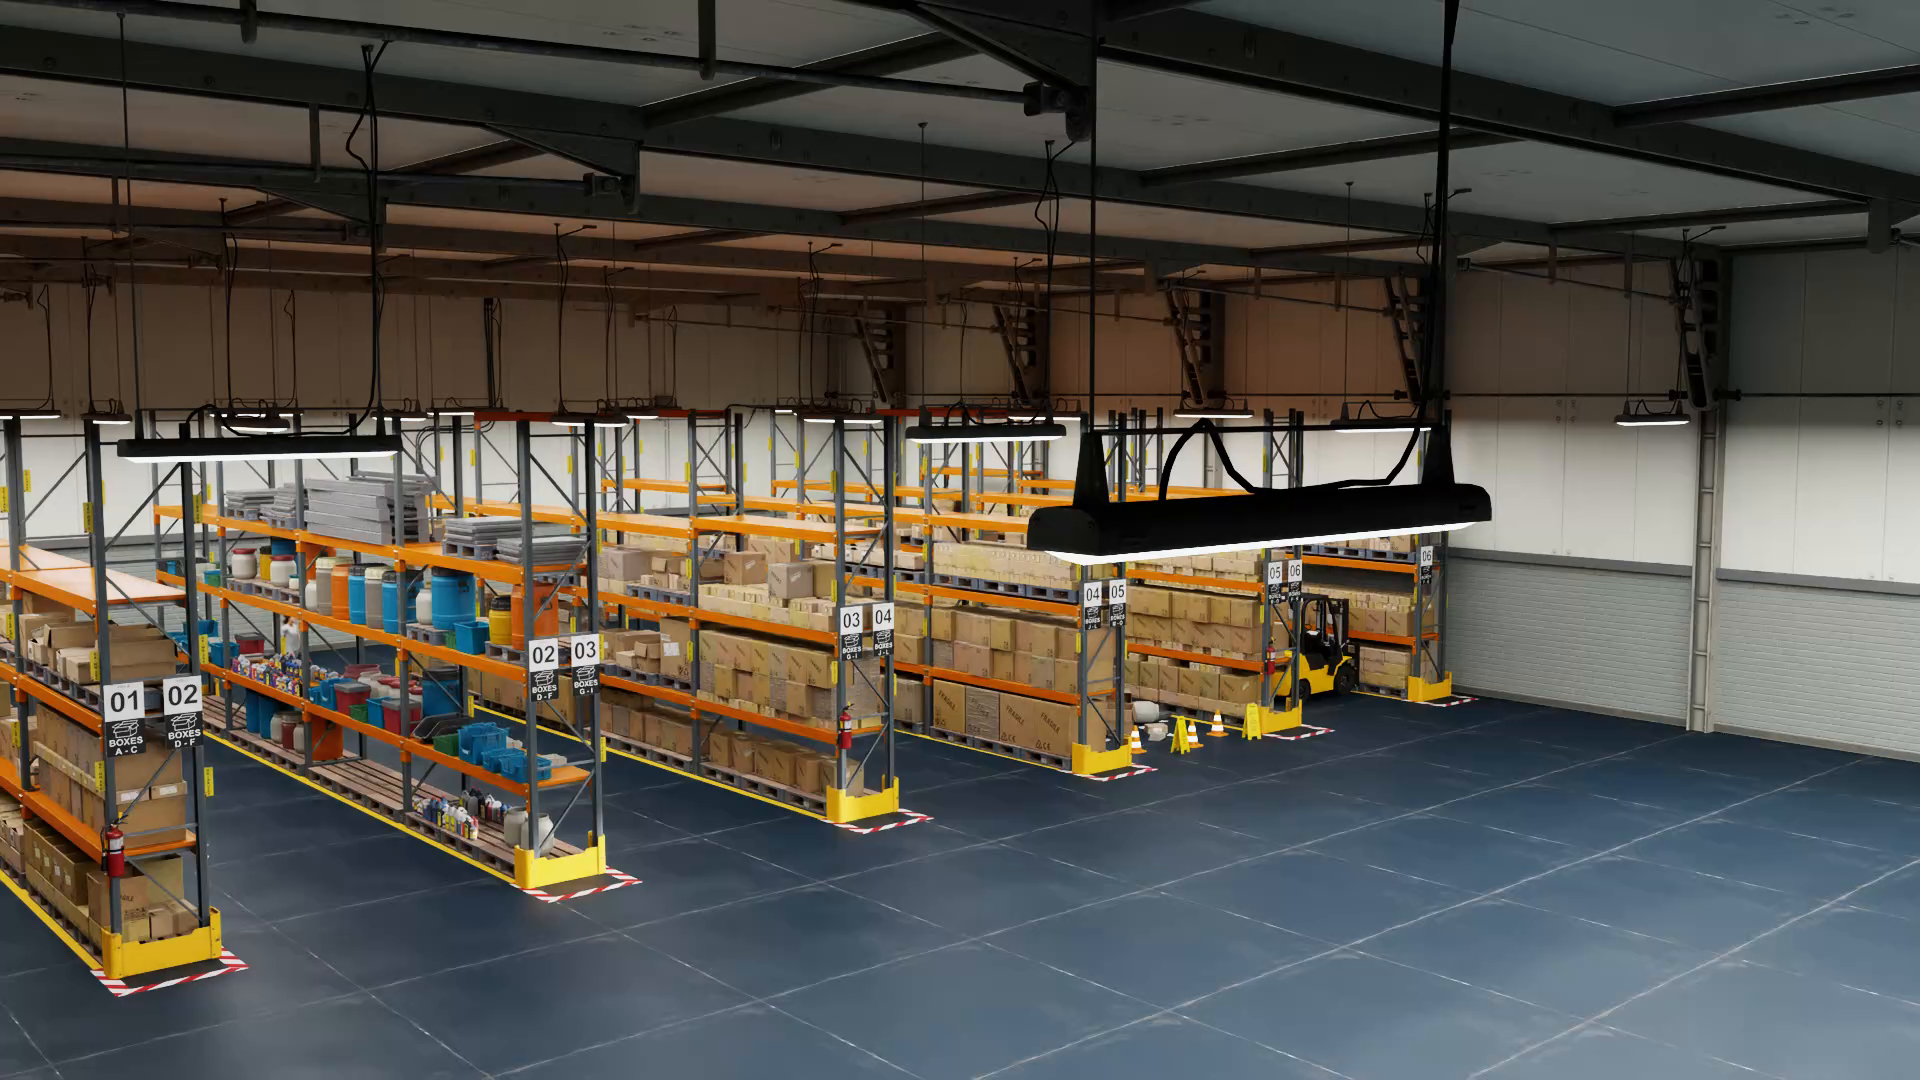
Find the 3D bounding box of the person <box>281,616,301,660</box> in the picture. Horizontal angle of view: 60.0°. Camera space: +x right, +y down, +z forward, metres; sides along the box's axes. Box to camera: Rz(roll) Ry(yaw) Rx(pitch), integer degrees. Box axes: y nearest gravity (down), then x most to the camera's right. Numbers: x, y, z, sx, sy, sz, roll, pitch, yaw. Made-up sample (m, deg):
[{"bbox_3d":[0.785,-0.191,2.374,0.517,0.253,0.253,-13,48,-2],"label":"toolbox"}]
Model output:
[{"bbox_3d":[-14.409,2.377,35.914,1.053,1.624,0.476,3,6,33],"label":"person"}]
